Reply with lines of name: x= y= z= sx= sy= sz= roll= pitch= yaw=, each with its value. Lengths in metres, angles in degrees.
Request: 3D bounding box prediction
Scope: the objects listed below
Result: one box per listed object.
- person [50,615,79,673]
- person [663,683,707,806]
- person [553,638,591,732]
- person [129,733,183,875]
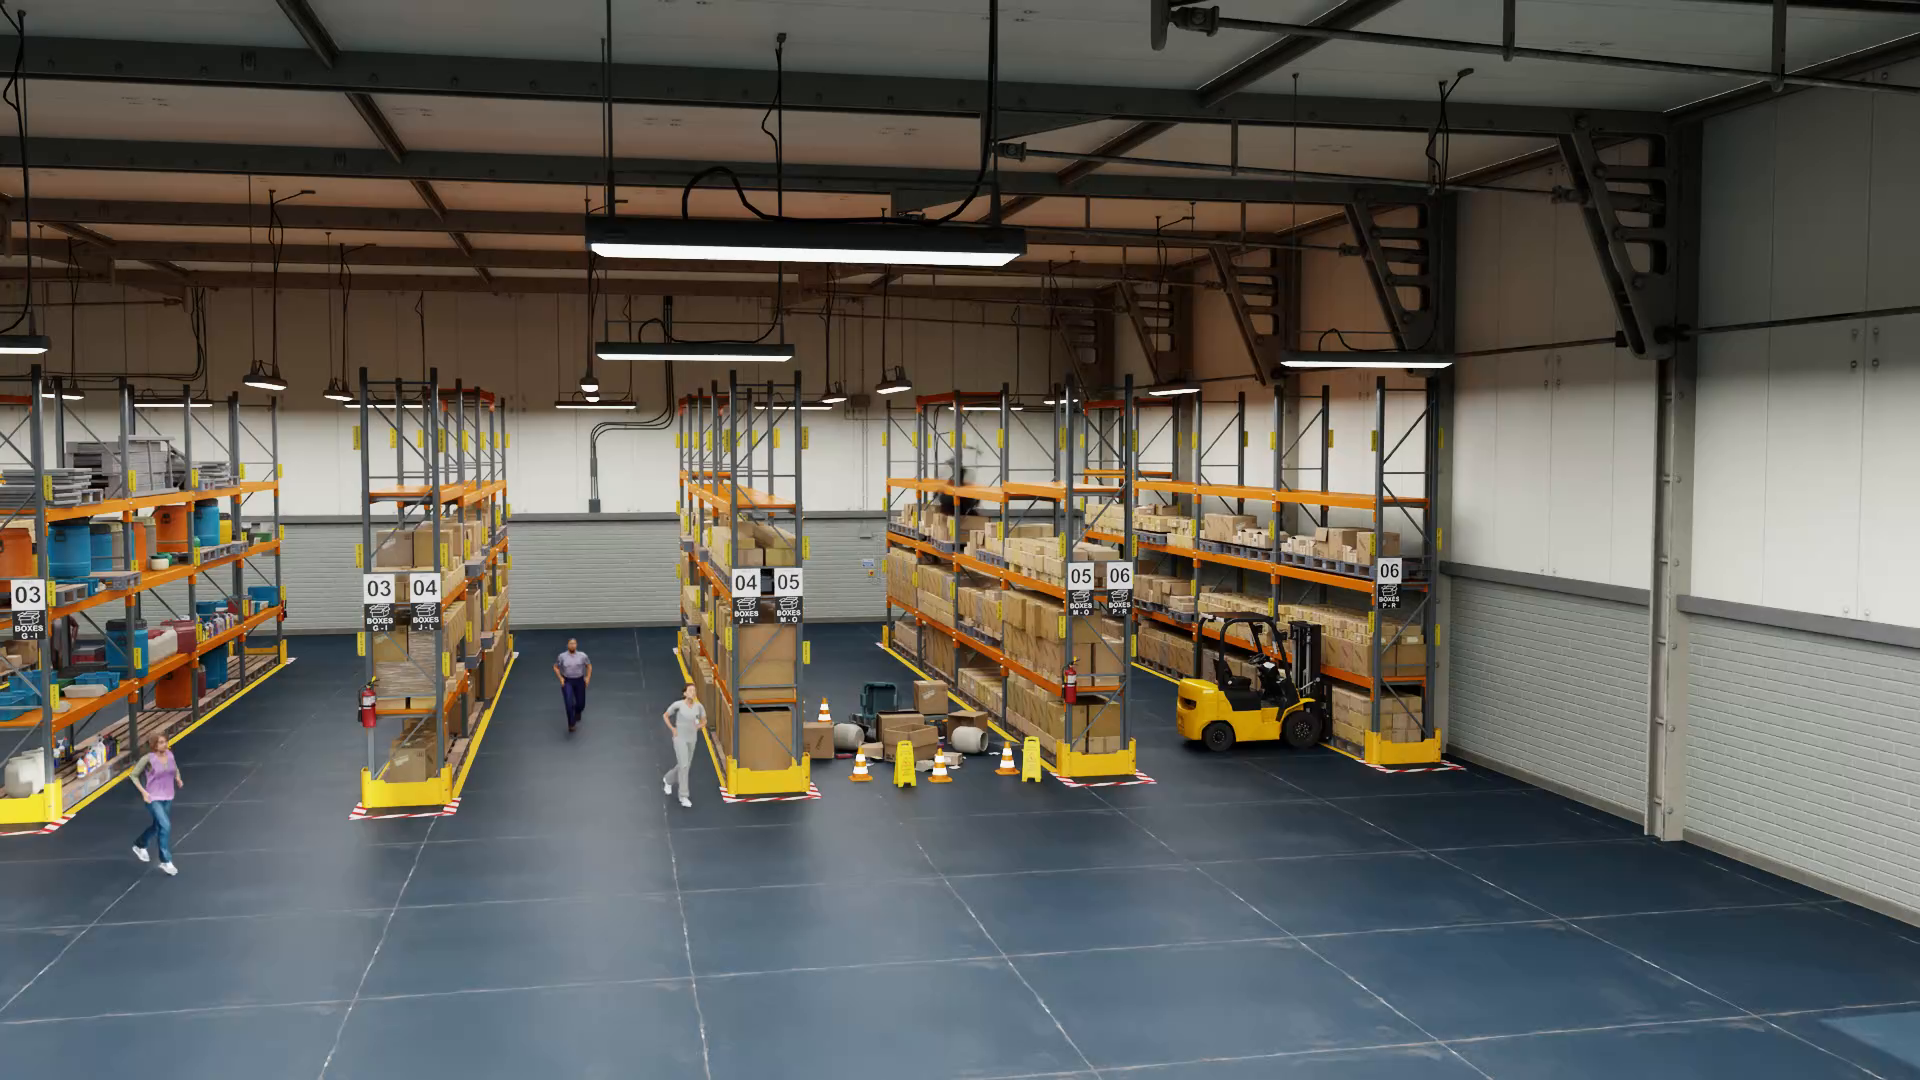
person: x=-17.803 y=2.152 z=32.811 sx=0.687 sy=1.816 sz=0.935 roll=-1 pitch=4 yaw=-18
person: x=-3.822 y=2.816 z=23.196 sx=0.596 sy=1.668 sz=0.868 roll=-2 pitch=4 yaw=-33
person: x=-6.711 y=2.486 z=28.813 sx=0.646 sy=1.603 sz=0.630 roll=-1 pitch=4 yaw=-19
person: x=-9.380 y=3.044 z=19.395 sx=0.775 sy=1.616 sz=0.534 roll=1 pitch=4 yaw=23
